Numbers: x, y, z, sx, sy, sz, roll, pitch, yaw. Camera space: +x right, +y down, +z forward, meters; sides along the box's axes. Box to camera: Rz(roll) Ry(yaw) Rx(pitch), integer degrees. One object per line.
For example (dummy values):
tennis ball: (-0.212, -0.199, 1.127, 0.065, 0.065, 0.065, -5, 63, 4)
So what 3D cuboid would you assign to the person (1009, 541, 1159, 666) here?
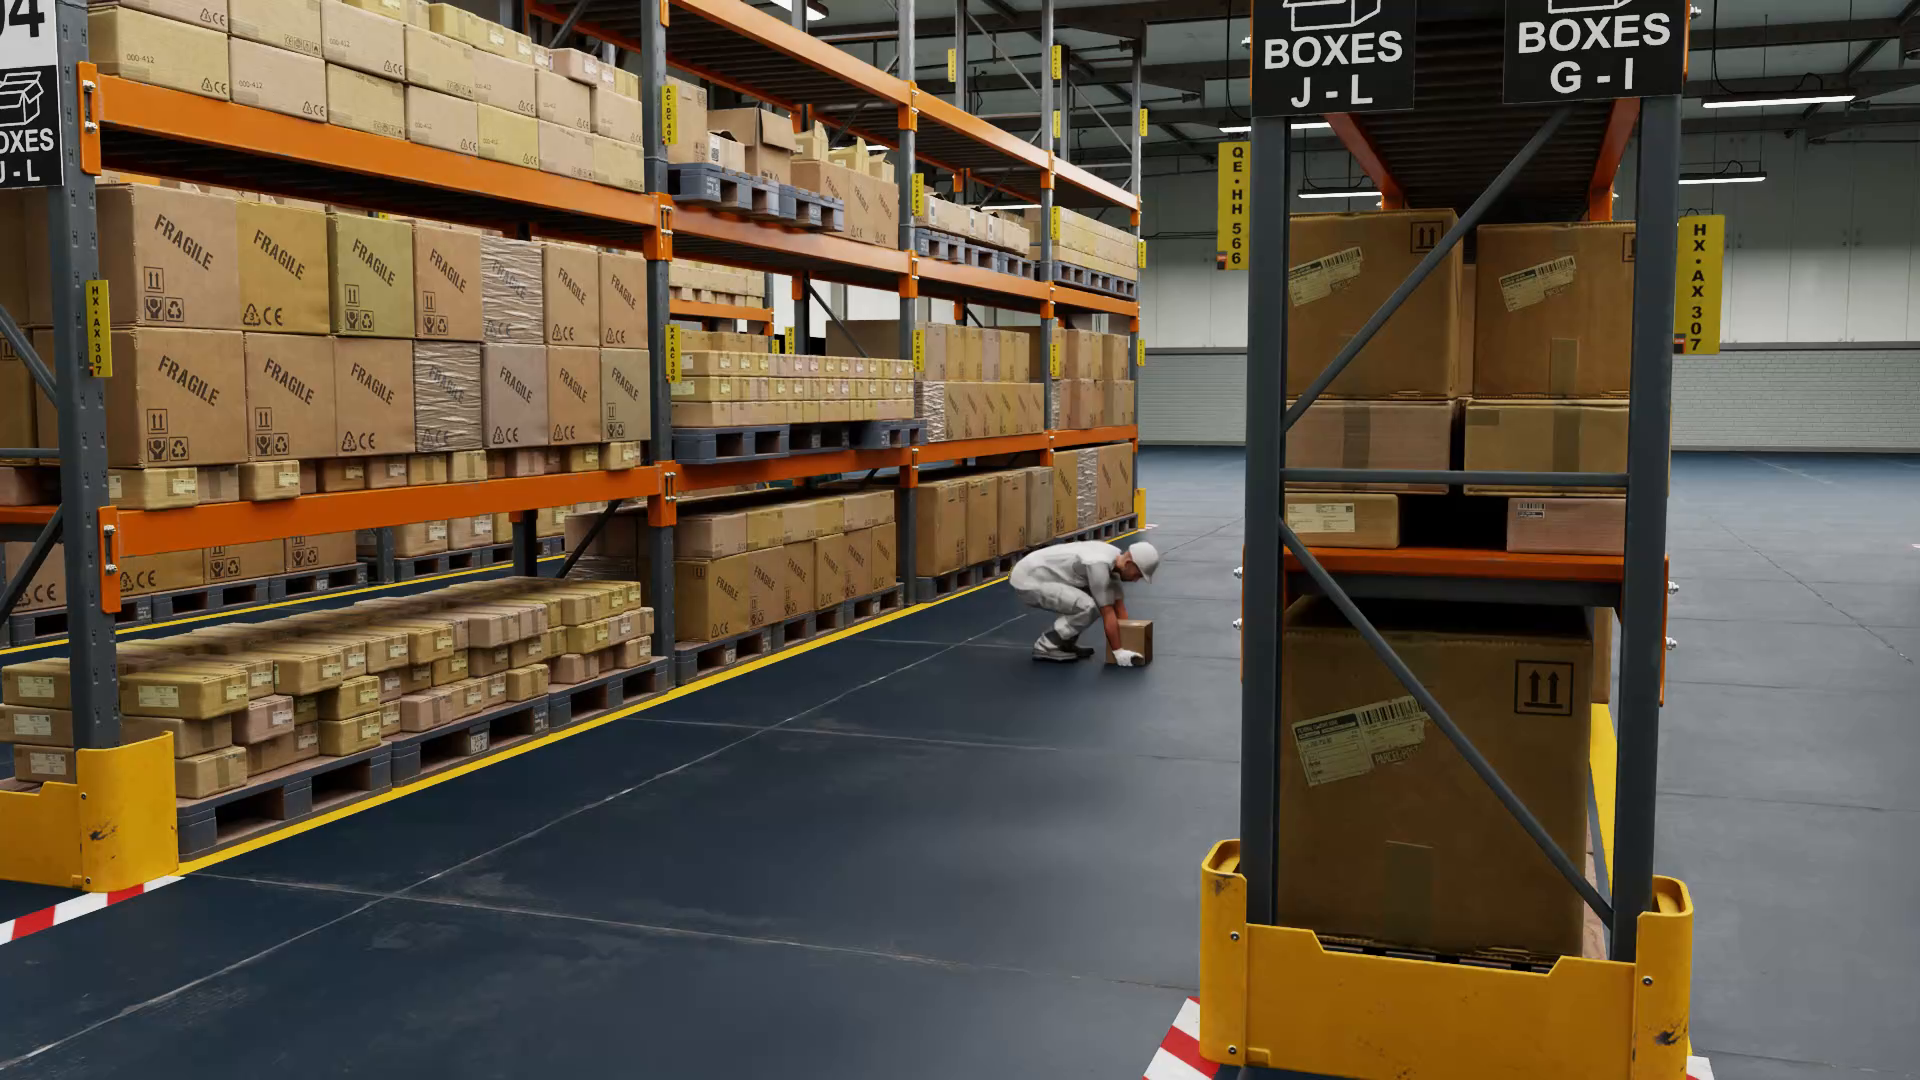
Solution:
person: (0.801, 0.403, 10.700, 0.951, 0.796, 0.529, 2, 5, 17)
